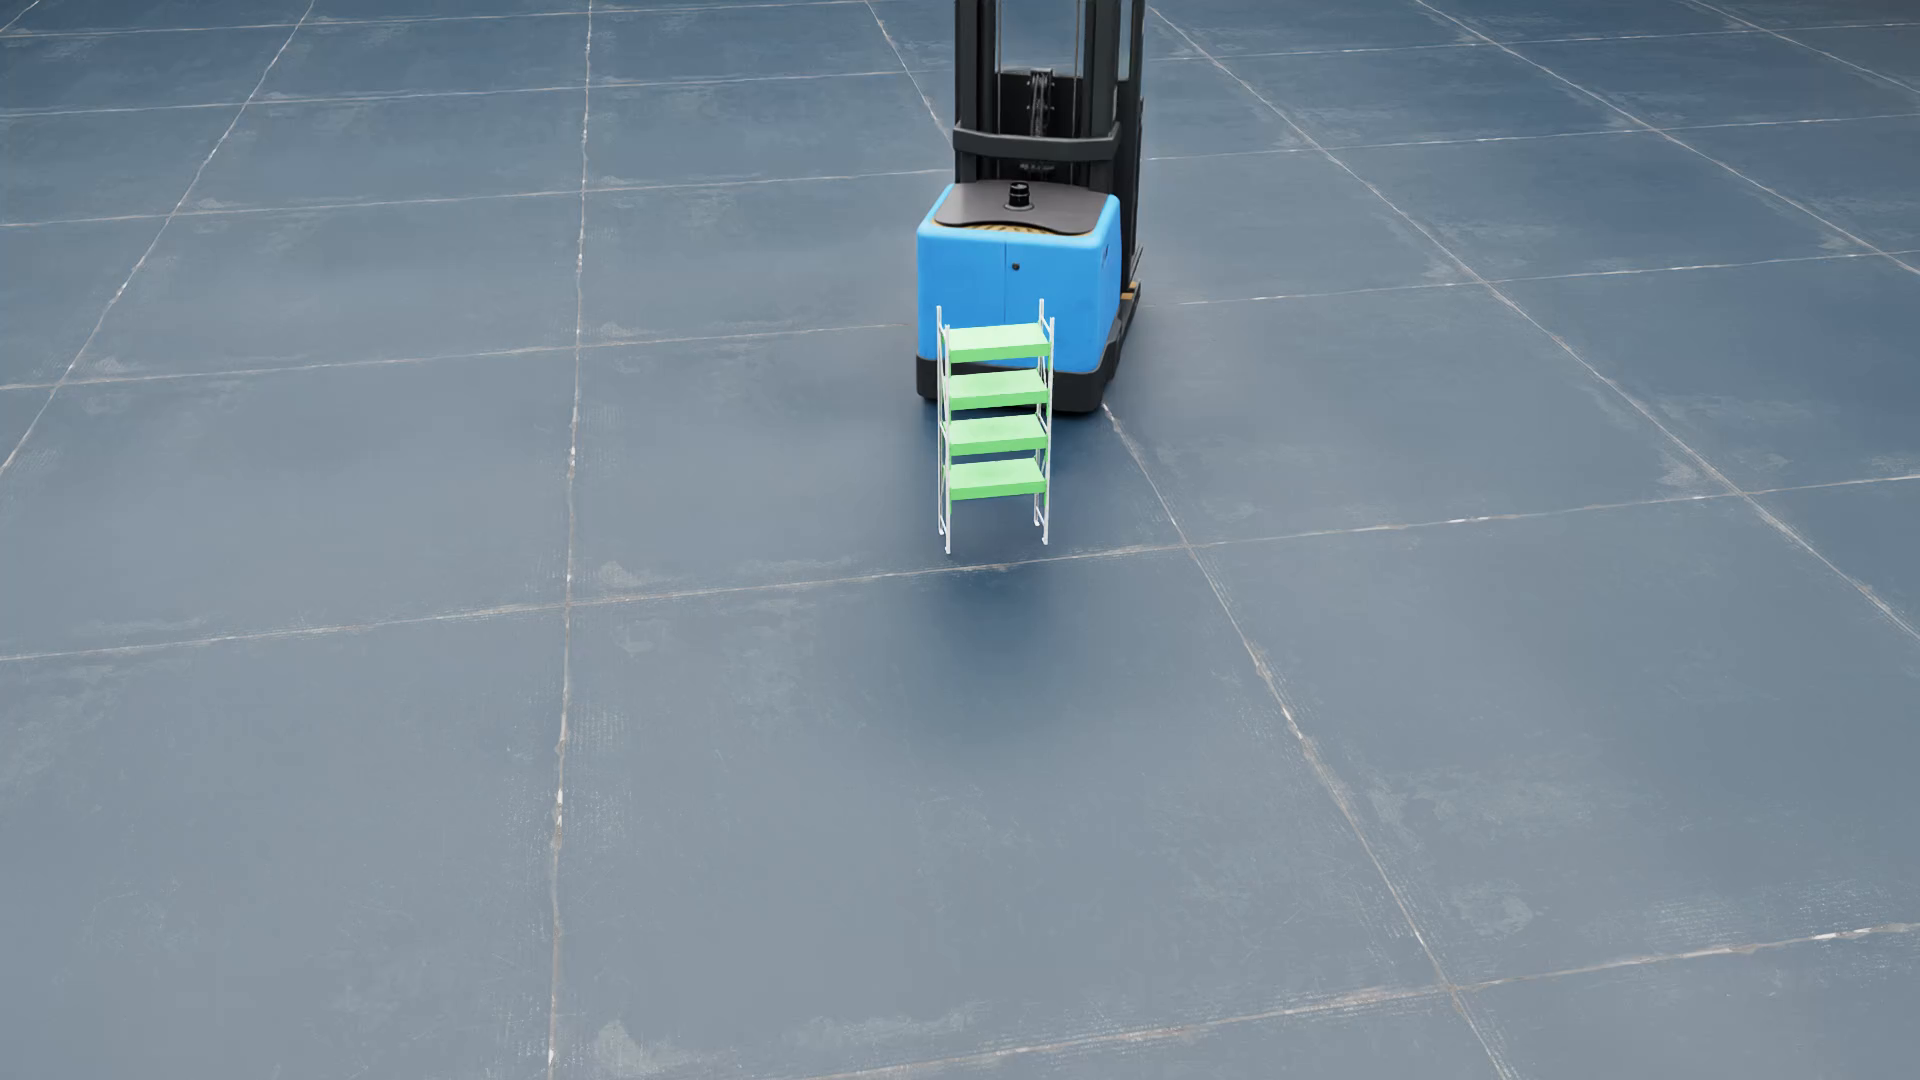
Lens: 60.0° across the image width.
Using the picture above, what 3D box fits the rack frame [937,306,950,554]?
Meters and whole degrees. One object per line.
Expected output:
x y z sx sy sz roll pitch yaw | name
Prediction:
-0.077 -0.510 7.934 0.015 1.200 0.240 -5 31 -9 | rack frame

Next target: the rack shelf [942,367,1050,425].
0.163 -0.684 7.882 0.480 0.148 0.258 -5 31 -9 | rack shelf

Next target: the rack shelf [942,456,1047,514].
0.163 -0.270 8.126 0.480 0.148 0.258 -5 31 -9 | rack shelf

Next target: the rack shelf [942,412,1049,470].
0.163 -0.477 8.004 0.480 0.148 0.258 -5 31 -9 | rack shelf

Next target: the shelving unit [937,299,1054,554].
0.163 -0.532 7.972 0.503 1.200 0.258 -5 31 -9 | shelving unit

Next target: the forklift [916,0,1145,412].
0.563 -2.713 9.971 1.130 2.935 3.031 6 31 11 | forklift

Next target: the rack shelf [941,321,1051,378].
0.163 -0.891 7.761 0.480 0.148 0.258 -5 31 -9 | rack shelf

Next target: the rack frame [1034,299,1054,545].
0.403 -0.555 8.009 0.015 1.200 0.240 -5 31 -9 | rack frame
